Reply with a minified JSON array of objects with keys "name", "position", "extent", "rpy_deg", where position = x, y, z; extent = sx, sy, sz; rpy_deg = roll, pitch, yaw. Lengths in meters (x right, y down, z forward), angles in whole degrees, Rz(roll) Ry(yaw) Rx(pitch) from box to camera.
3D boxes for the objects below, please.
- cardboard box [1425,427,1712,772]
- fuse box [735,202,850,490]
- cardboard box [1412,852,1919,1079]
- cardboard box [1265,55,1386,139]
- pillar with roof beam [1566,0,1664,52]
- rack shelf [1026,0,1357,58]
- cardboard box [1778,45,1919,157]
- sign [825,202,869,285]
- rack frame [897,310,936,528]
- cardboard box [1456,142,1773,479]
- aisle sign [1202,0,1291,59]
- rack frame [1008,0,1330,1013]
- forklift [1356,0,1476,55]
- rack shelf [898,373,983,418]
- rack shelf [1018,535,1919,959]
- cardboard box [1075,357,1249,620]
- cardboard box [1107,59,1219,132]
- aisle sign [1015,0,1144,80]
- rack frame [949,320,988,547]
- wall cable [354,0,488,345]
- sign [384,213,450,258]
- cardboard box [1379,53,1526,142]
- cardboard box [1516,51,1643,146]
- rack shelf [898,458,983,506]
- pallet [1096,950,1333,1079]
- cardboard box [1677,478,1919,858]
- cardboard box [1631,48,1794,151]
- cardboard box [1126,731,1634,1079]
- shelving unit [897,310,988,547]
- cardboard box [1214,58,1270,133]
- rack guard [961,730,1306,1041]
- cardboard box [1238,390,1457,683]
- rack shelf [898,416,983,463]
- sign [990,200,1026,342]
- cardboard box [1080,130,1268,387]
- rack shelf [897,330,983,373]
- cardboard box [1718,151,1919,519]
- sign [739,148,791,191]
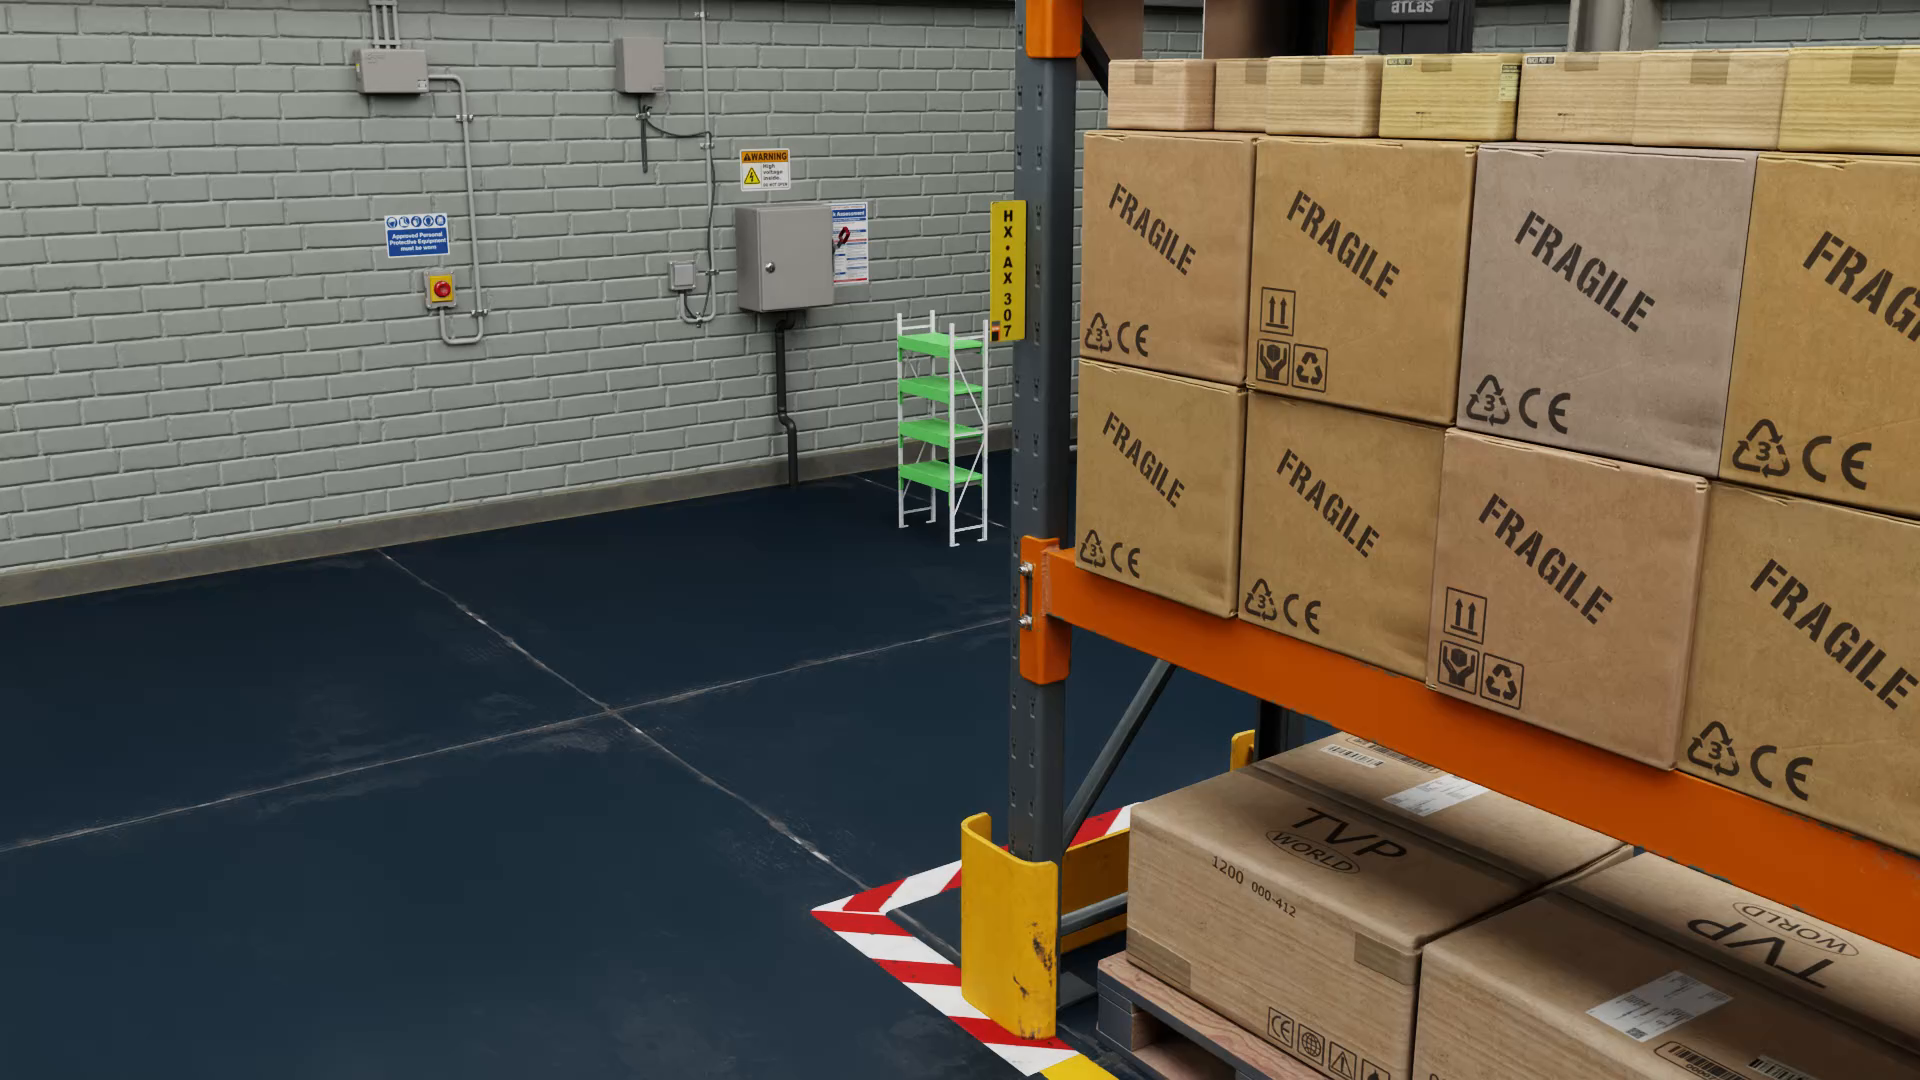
[{"name":"cardboard box","position":[1.220,0.053,3.010],"extent":[0.500,0.500,0.500],"rpy_deg":[-11,19,-35]},{"name":"fuse box","position":[-0.984,-1.135,9.980],"extent":[0.539,1.711,0.414],"rpy_deg":[-11,19,-35]},{"name":"cardboard box","position":[1.579,1.092,3.462],"extent":[0.875,0.438,0.875],"rpy_deg":[-10,18,-33]},{"name":"cardboard box","position":[0.822,-0.867,3.250],"extent":[0.380,0.149,0.250],"rpy_deg":[-10,18,-33]},{"name":"pillar with roof beam","position":[0.240,-3.973,6.546],"extent":[9.100,9.000,0.400],"rpy_deg":[-11,19,-35]},{"name":"rack shelf","position":[1.741,-0.933,2.485],"extent":[1.077,0.370,4.000],"rpy_deg":[-11,19,-35]},{"name":"cardboard box","position":[1.428,-0.648,2.448],"extent":[0.380,0.149,0.250],"rpy_deg":[-11,19,-36]},{"name":"sign","position":[-0.706,-1.831,10.264],"extent":[0.329,0.494,0.001],"rpy_deg":[-11,19,-35]},{"name":"rack frame","position":[-0.241,-0.666,9.237],"extent":[0.240,1.200,0.015],"rpy_deg":[-11,19,-35]},{"name":"cardboard box","position":[1.236,-0.427,2.869],"extent":[0.500,0.500,0.500],"rpy_deg":[-11,19,-35]},{"name":"aisle sign","position":[0.774,-1.578,4.235],"extent":[0.394,0.787,0.004],"rpy_deg":[-11,19,-35]},{"name":"rack frame","position":[0.565,-0.261,4.346],"extent":[1.000,3.000,0.127],"rpy_deg":[-11,19,-35]},{"name":"forklift","position":[2.664,-1.187,7.860],"extent":[3.031,2.935,1.130],"rpy_deg":[5,16,18]},{"name":"rack shelf","position":[-0.097,-0.784,9.000],"extent":[0.258,0.148,0.480],"rpy_deg":[-11,19,-35]},{"name":"rack shelf","position":[1.741,0.513,2.881],"extent":[1.077,0.370,4.000],"rpy_deg":[-11,19,-35]},{"name":"cardboard box","position":[0.615,-0.162,3.796],"extent":[0.500,0.500,0.500],"rpy_deg":[-11,19,-35]},{"name":"cardboard box","position":[0.550,-0.985,3.682],"extent":[0.380,0.149,0.250],"rpy_deg":[-10,18,-33]},{"name":"aisle sign","position":[0.288,-1.485,3.895],"extent":[0.394,0.787,0.004],"rpy_deg":[-11,19,-35]},{"name":"rack frame","position":[0.046,-0.562,8.856],"extent":[0.240,1.200,0.015],"rpy_deg":[-11,19,-35]},{"name":"wall cable","position":[-2.769,-1.966,8.594],"extent":[0.585,1.953,0.123],"rpy_deg":[-11,19,-35]},{"name":"sign","position":[-2.844,-1.597,8.717],"extent":[0.327,0.218,0.001],"rpy_deg":[-11,19,-35]},{"name":"cardboard box","position":[0.991,-0.814,3.055],"extent":[0.380,0.149,0.250],"rpy_deg":[-12,19,-36]},{"name":"cardboard box","position":[1.188,-0.766,2.880],"extent":[0.380,0.149,0.250],"rpy_deg":[-11,19,-34]},{"name":"rack shelf","position":[-0.097,-0.321,9.127],"extent":[0.258,0.148,0.480],"rpy_deg":[-11,19,-35]},{"name":"pallet","position":[1.099,1.243,4.135],"extent":[1.003,0.211,1.213],"rpy_deg":[-11,19,-35]},{"name":"cardboard box","position":[1.528,0.158,2.629],"extent":[0.500,0.500,0.500],"rpy_deg":[-10,18,-33]},{"name":"cardboard box","position":[1.301,-0.706,2.661],"extent":[0.380,0.149,0.250],"rpy_deg":[-11,19,-34]},{"name":"cardboard box","position":[1.034,0.898,4.171],"extent":[0.875,0.438,0.875],"rpy_deg":[-12,19,-36]},{"name":"shelving unit","position":[-0.097,-0.614,9.047],"extent":[0.258,1.200,0.503],"rpy_deg":[-11,19,-35]},{"name":"cardboard box","position":[0.762,-0.940,3.518],"extent":[0.380,0.149,0.250],"rpy_deg":[-10,18,-33]},{"name":"rack guard","position":[0.551,0.940,4.695],"extent":[1.175,0.500,0.348],"rpy_deg":[-11,19,-35]},{"name":"cardboard box","position":[0.935,-0.058,3.417],"extent":[0.500,0.500,0.500],"rpy_deg":[-11,19,-35]},{"name":"rack shelf","position":[-0.097,-0.552,9.064],"extent":[0.258,0.148,0.480],"rpy_deg":[-11,19,-35]},{"name":"sign","position":[0.113,-0.632,3.912],"extent":[0.100,0.325,0.005],"rpy_deg":[-11,19,-35]},{"name":"cardboard box","position":[0.617,-0.644,3.665],"extent":[0.500,0.500,0.500],"rpy_deg":[-11,19,-36]},{"name":"rack shelf","position":[-0.097,-1.015,8.937],"extent":[0.258,0.148,0.480],"rpy_deg":[-11,19,-35]},{"name":"cardboard box","position":[1.530,-0.320,2.480],"extent":[0.500,0.500,0.500],"rpy_deg":[-11,19,-34]},{"name":"sign","position":[-1.150,-2.190,9.831],"extent":[0.339,0.242,0.001],"rpy_deg":[-11,19,-35]}]
